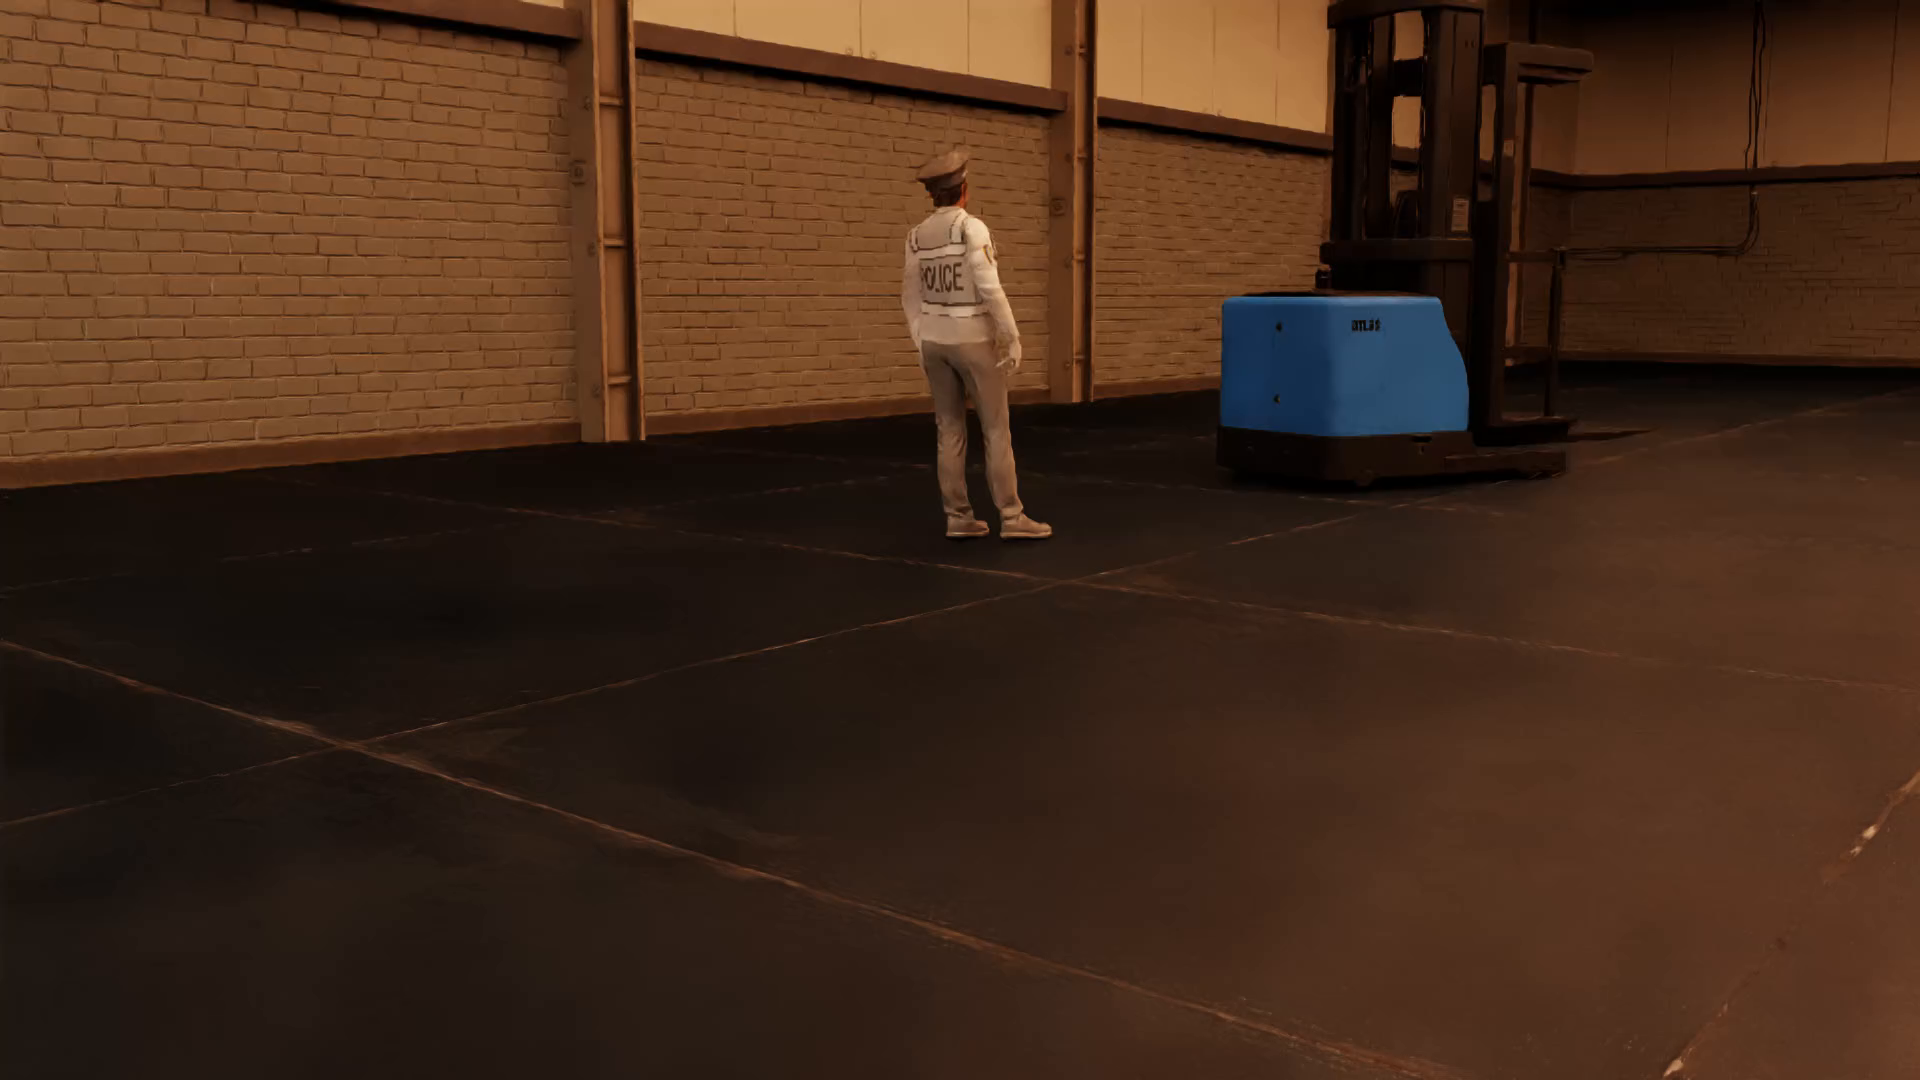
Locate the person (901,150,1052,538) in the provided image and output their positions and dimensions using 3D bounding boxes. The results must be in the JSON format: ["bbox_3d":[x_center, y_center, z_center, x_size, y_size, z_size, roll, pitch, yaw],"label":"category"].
[{"bbox_3d":[0.048,-0.853,7.329,0.586,1.695,0.533,7,11,38],"label":"person"}]

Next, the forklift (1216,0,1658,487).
[{"bbox_3d":[3.063,-1.879,10.122,3.031,2.935,1.130,-5,10,-31],"label":"forklift"}]
